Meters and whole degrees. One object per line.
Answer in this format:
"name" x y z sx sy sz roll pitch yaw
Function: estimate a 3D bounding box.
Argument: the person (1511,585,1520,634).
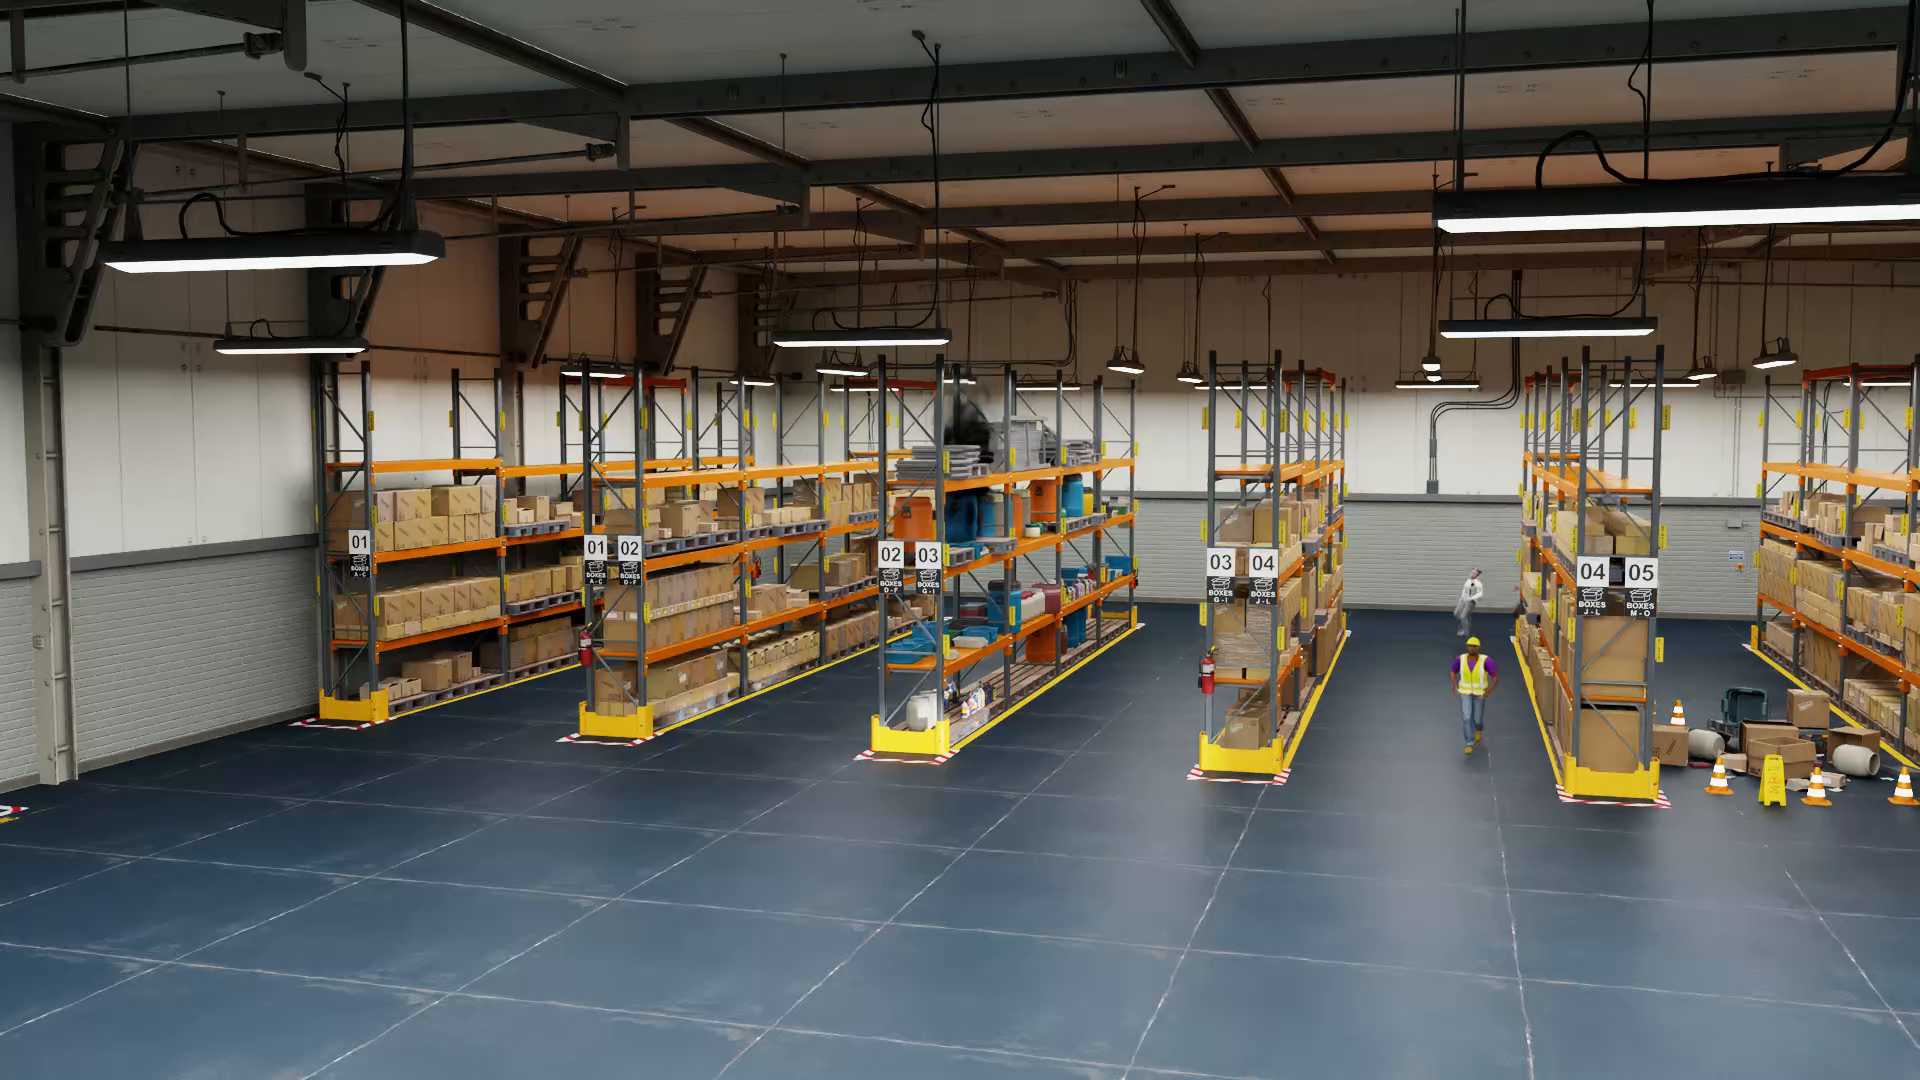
"person" 13.291 1.387 38.926 0.712 1.730 0.725 2 4 21

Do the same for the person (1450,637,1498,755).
"person" 7.800 2.339 25.268 0.714 1.754 0.806 2 4 22

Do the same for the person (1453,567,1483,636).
"person" 11.799 1.437 38.630 0.543 1.616 0.706 -2 4 -20
